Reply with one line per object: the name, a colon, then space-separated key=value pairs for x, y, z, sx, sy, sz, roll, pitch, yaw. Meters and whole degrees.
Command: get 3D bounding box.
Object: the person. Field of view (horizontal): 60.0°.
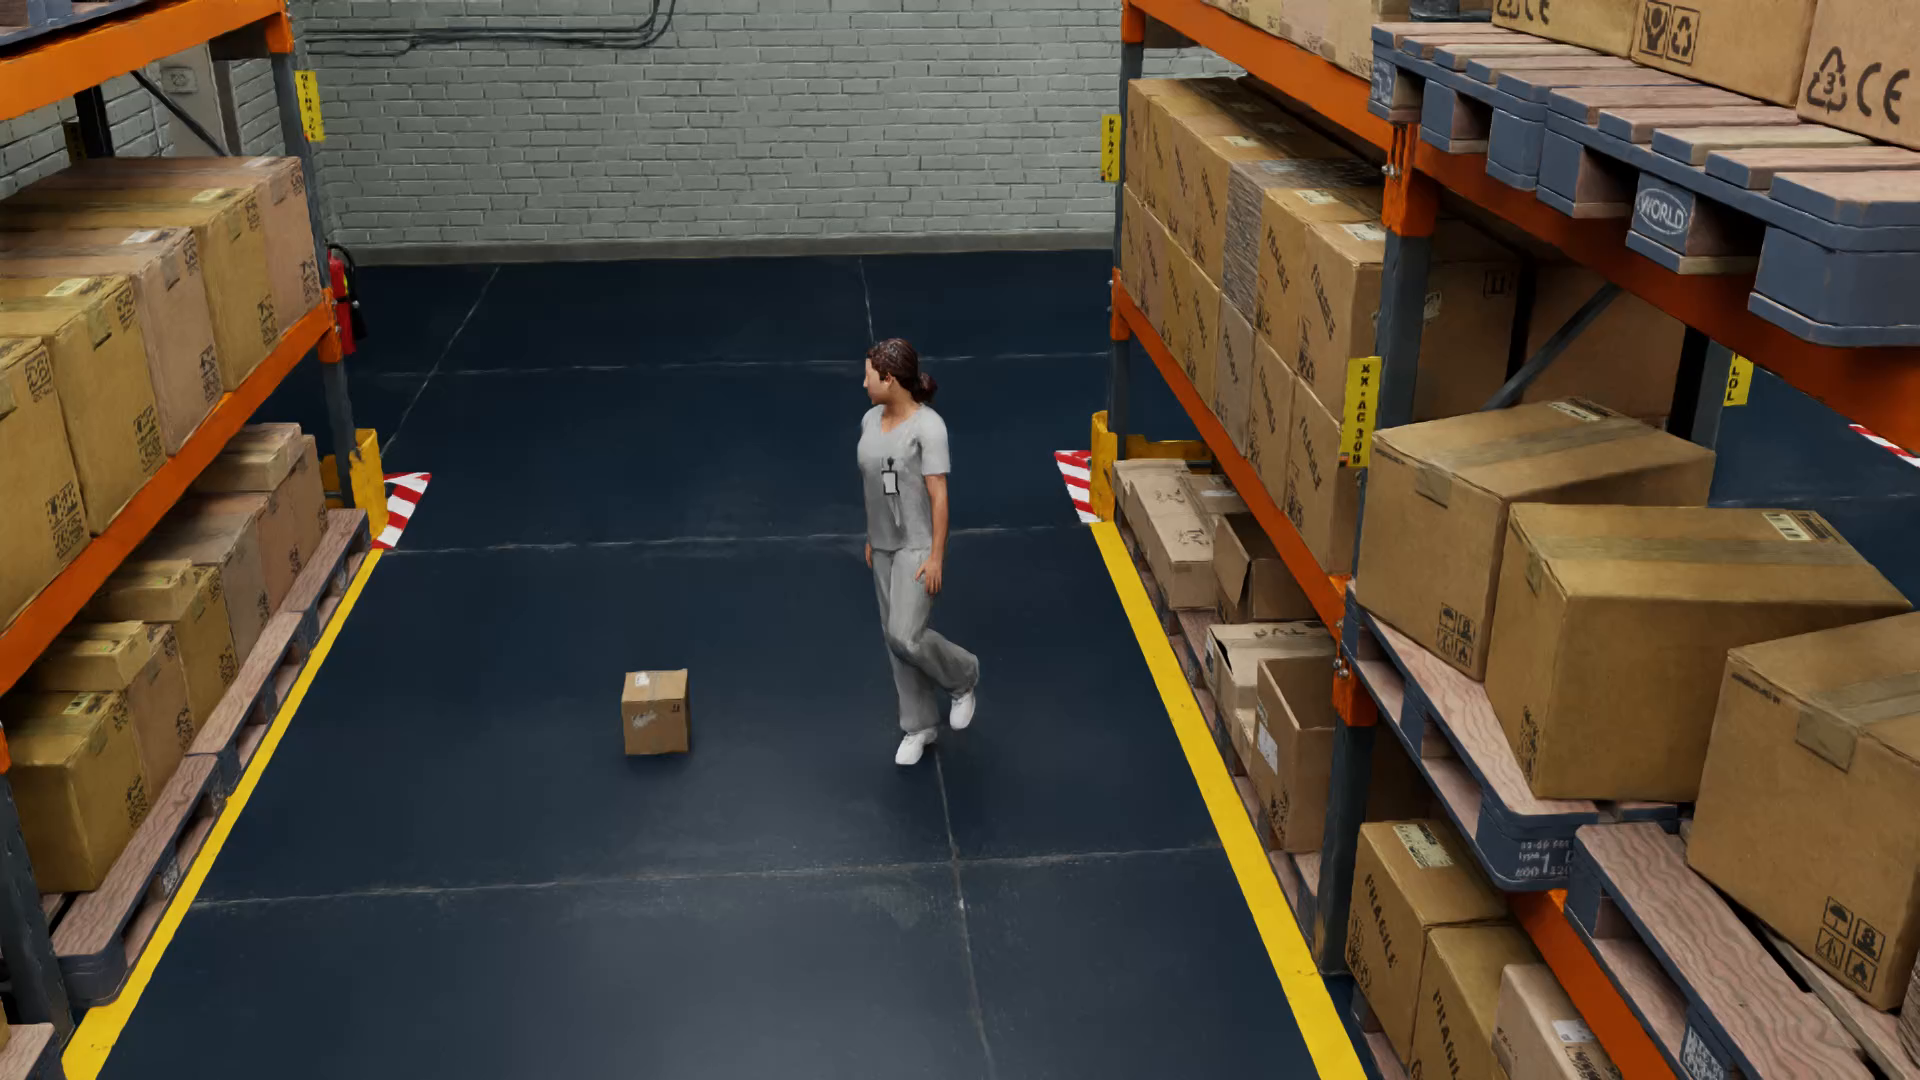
person: x=-0.216 y=0.036 z=6.534 sx=0.540 sy=1.664 sz=0.491 roll=18 pitch=30 yaw=36
